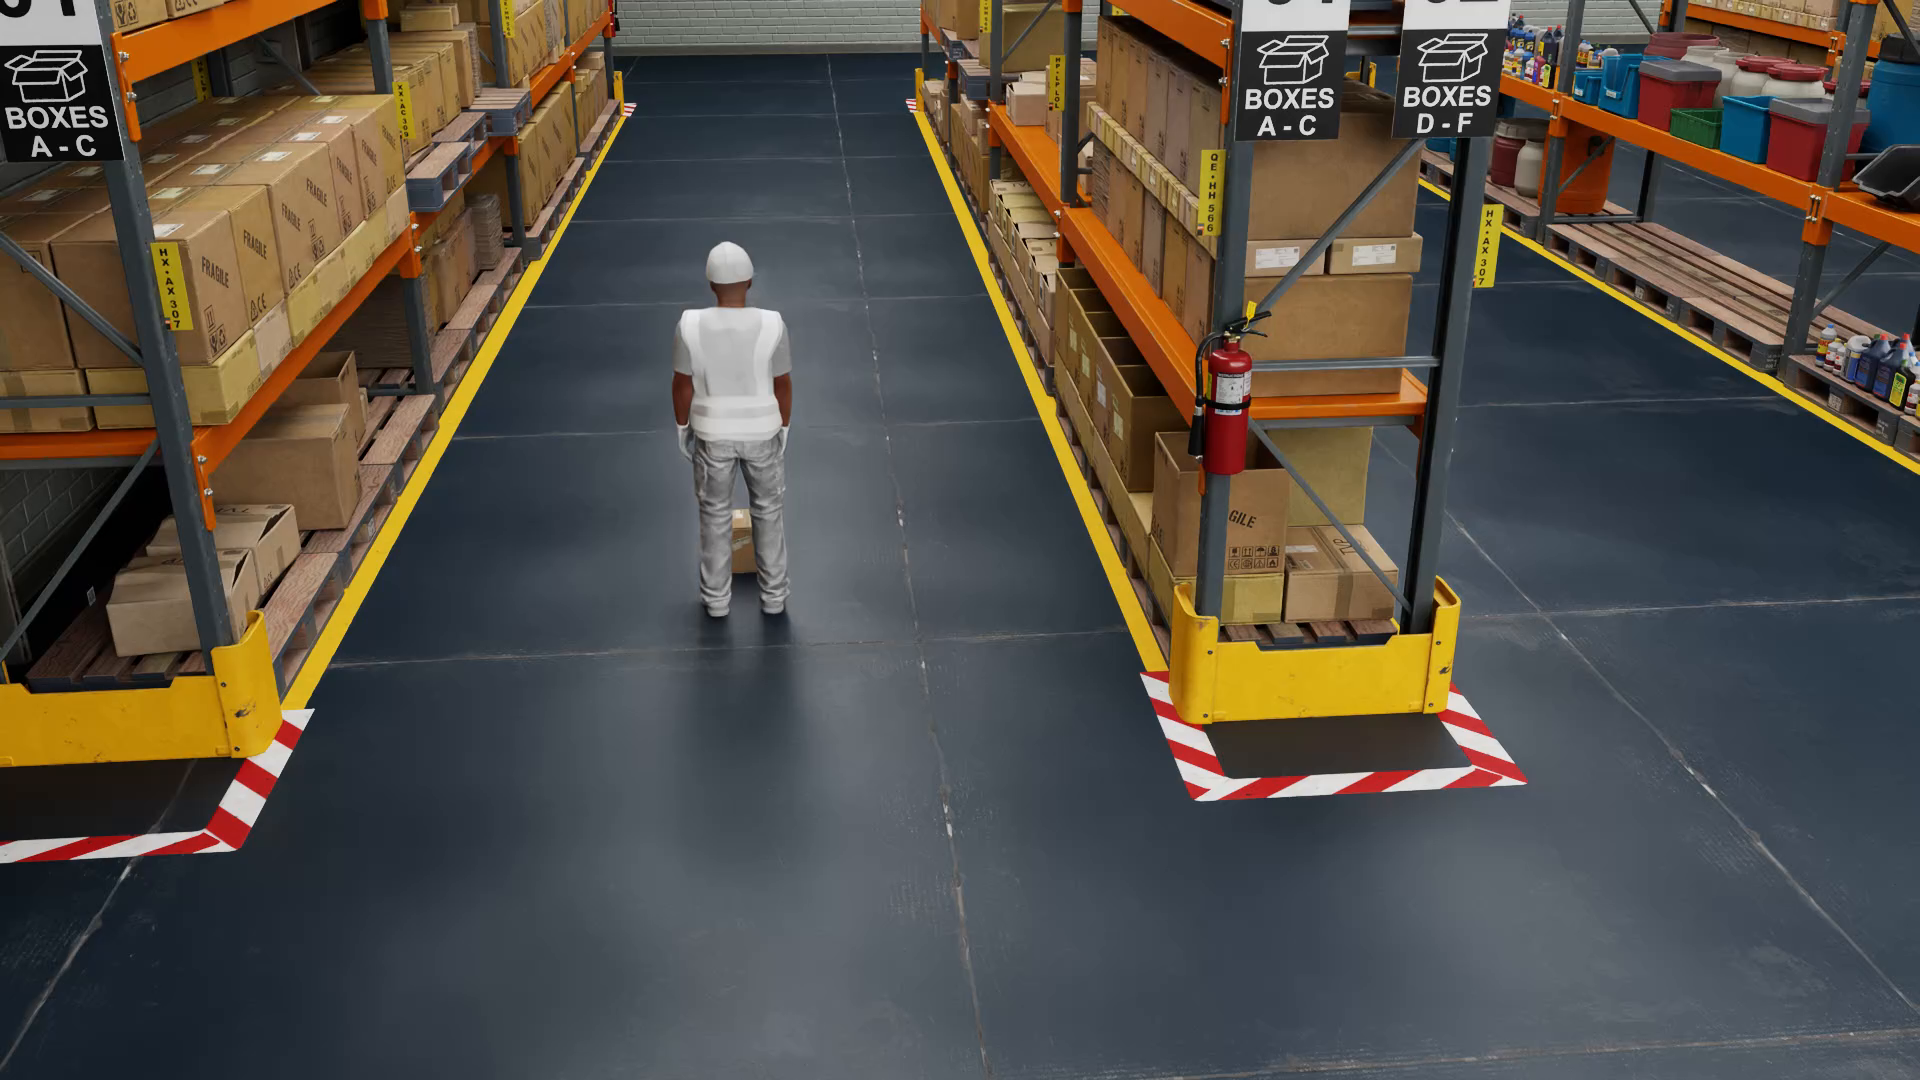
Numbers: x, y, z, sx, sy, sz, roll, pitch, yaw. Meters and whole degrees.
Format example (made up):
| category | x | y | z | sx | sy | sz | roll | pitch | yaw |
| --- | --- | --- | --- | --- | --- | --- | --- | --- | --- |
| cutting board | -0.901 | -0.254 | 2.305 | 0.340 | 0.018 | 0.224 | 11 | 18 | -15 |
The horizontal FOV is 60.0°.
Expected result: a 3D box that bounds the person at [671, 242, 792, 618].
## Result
| category | x | y | z | sx | sy | sz | roll | pitch | yaw |
| --- | --- | --- | --- | --- | --- | --- | --- | --- | --- |
| person | -1.043 | -0.500 | 7.728 | 0.543 | 1.784 | 0.356 | -2 | 24 | -4 |
